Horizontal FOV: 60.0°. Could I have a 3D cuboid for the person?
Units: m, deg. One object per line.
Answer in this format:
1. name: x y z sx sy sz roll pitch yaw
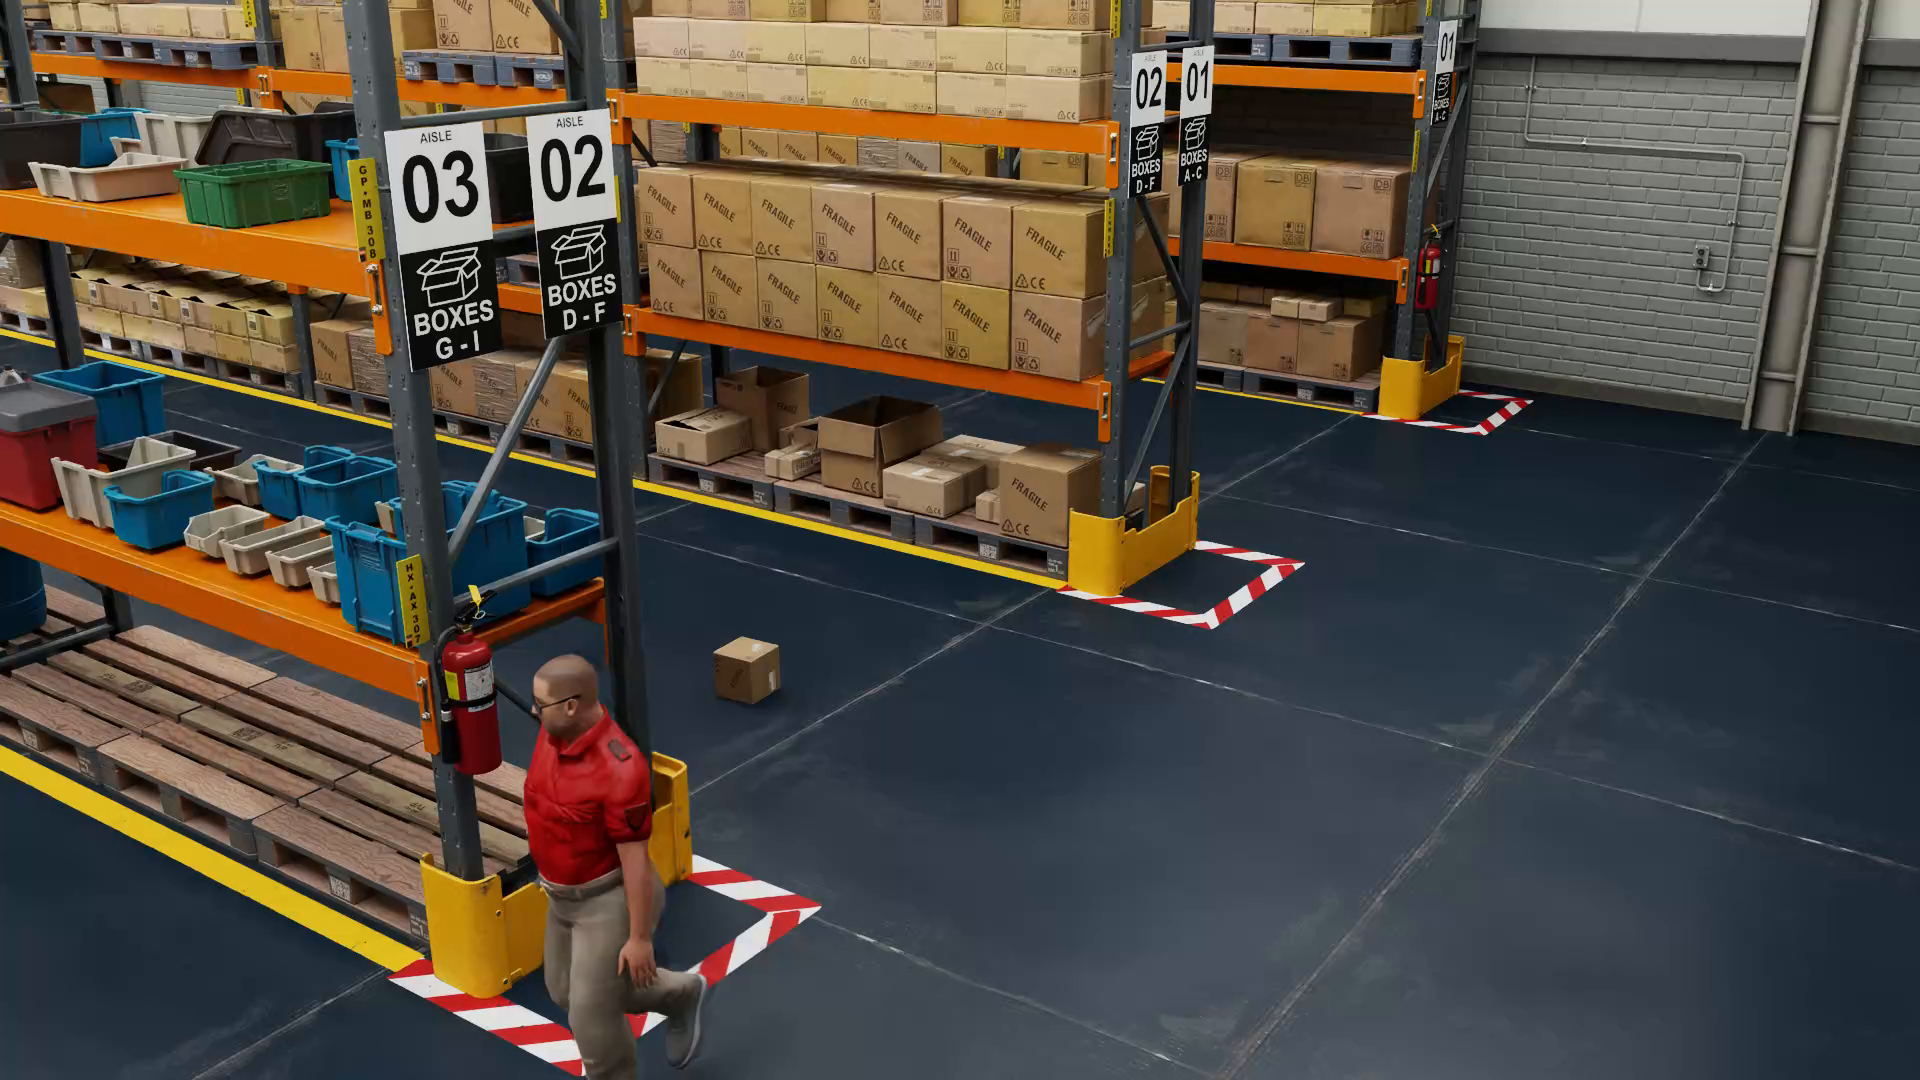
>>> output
1. person: -1.113 1.134 5.389 0.749 1.692 0.632 -18 26 -40
